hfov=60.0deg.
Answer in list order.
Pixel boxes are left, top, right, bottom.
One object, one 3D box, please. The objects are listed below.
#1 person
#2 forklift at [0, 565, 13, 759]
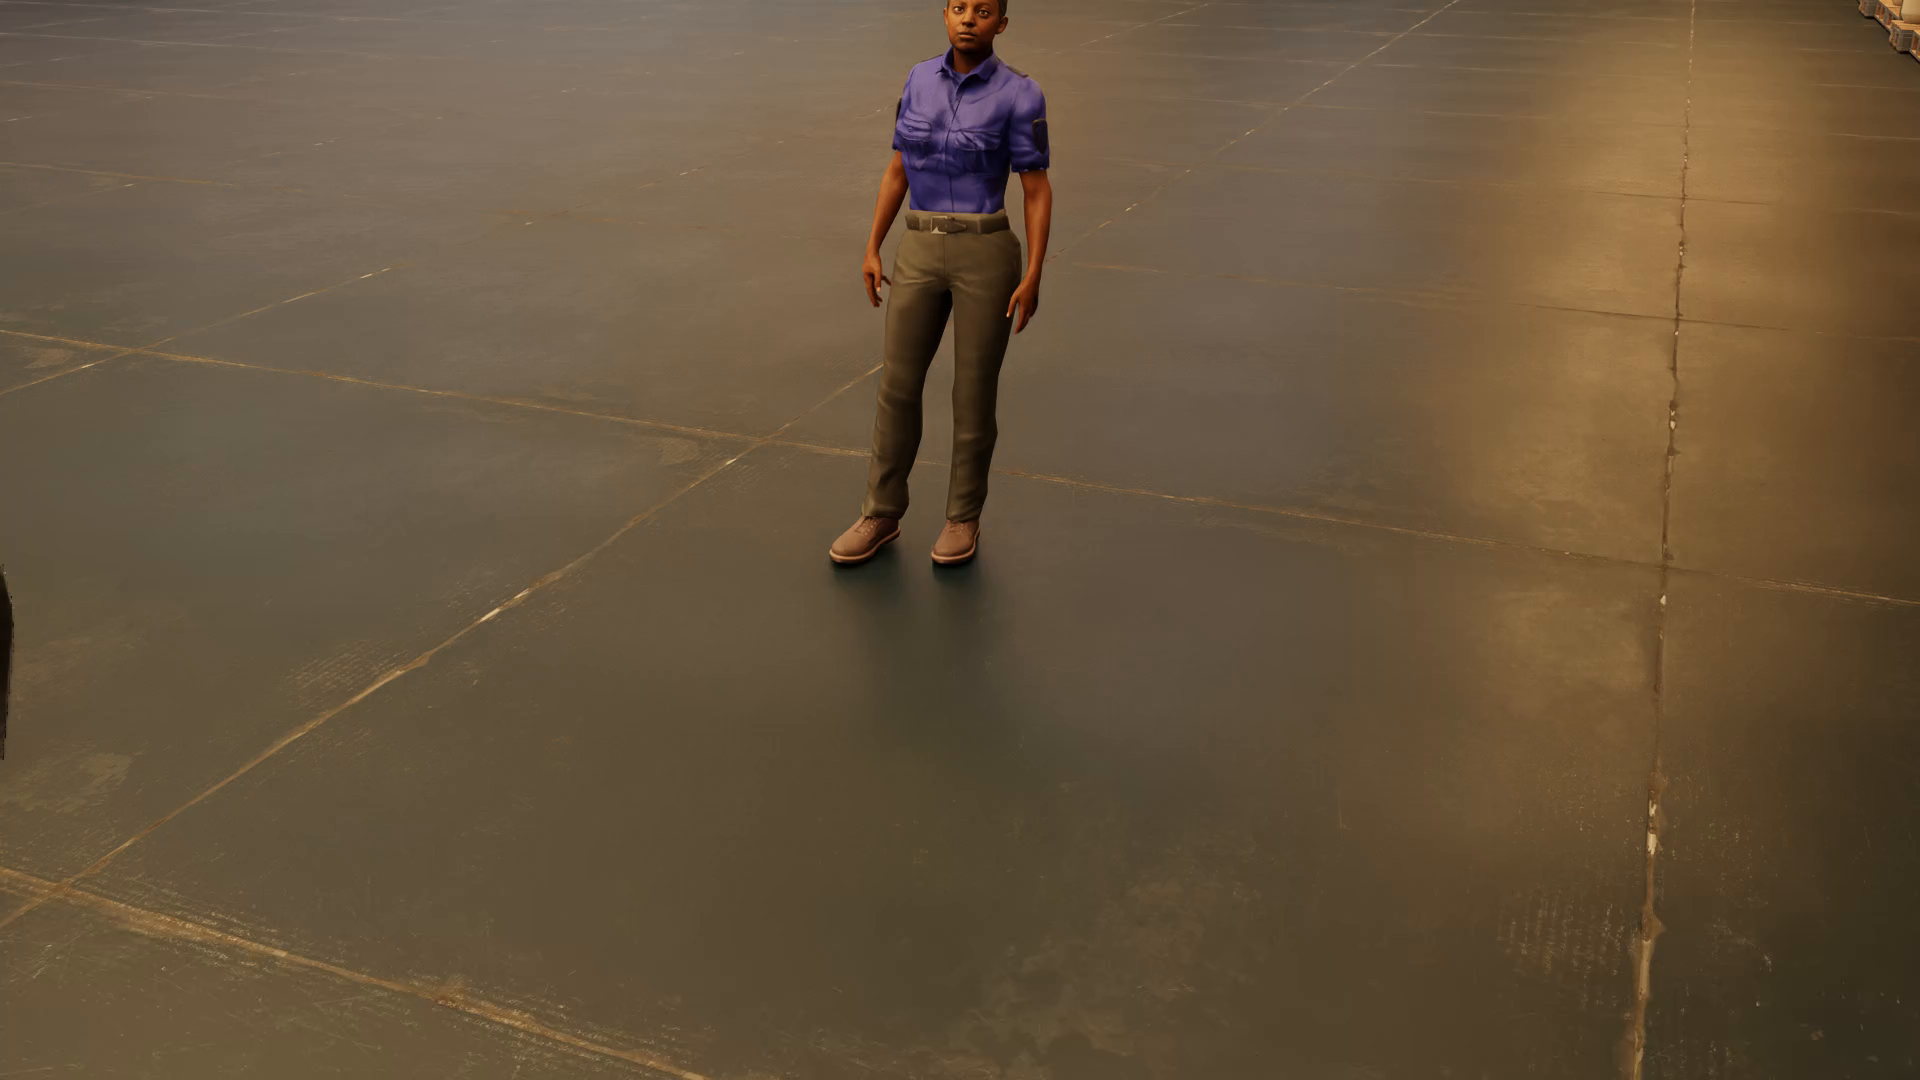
[{"bbox_3d":[-0.051,-0.741,4.703,0.570,1.656,0.503,9,24,21],"label":"person"},{"bbox_3d":[-3.685,-0.674,2.906,3.031,2.935,1.130,-11,25,-24],"label":"forklift"}]
